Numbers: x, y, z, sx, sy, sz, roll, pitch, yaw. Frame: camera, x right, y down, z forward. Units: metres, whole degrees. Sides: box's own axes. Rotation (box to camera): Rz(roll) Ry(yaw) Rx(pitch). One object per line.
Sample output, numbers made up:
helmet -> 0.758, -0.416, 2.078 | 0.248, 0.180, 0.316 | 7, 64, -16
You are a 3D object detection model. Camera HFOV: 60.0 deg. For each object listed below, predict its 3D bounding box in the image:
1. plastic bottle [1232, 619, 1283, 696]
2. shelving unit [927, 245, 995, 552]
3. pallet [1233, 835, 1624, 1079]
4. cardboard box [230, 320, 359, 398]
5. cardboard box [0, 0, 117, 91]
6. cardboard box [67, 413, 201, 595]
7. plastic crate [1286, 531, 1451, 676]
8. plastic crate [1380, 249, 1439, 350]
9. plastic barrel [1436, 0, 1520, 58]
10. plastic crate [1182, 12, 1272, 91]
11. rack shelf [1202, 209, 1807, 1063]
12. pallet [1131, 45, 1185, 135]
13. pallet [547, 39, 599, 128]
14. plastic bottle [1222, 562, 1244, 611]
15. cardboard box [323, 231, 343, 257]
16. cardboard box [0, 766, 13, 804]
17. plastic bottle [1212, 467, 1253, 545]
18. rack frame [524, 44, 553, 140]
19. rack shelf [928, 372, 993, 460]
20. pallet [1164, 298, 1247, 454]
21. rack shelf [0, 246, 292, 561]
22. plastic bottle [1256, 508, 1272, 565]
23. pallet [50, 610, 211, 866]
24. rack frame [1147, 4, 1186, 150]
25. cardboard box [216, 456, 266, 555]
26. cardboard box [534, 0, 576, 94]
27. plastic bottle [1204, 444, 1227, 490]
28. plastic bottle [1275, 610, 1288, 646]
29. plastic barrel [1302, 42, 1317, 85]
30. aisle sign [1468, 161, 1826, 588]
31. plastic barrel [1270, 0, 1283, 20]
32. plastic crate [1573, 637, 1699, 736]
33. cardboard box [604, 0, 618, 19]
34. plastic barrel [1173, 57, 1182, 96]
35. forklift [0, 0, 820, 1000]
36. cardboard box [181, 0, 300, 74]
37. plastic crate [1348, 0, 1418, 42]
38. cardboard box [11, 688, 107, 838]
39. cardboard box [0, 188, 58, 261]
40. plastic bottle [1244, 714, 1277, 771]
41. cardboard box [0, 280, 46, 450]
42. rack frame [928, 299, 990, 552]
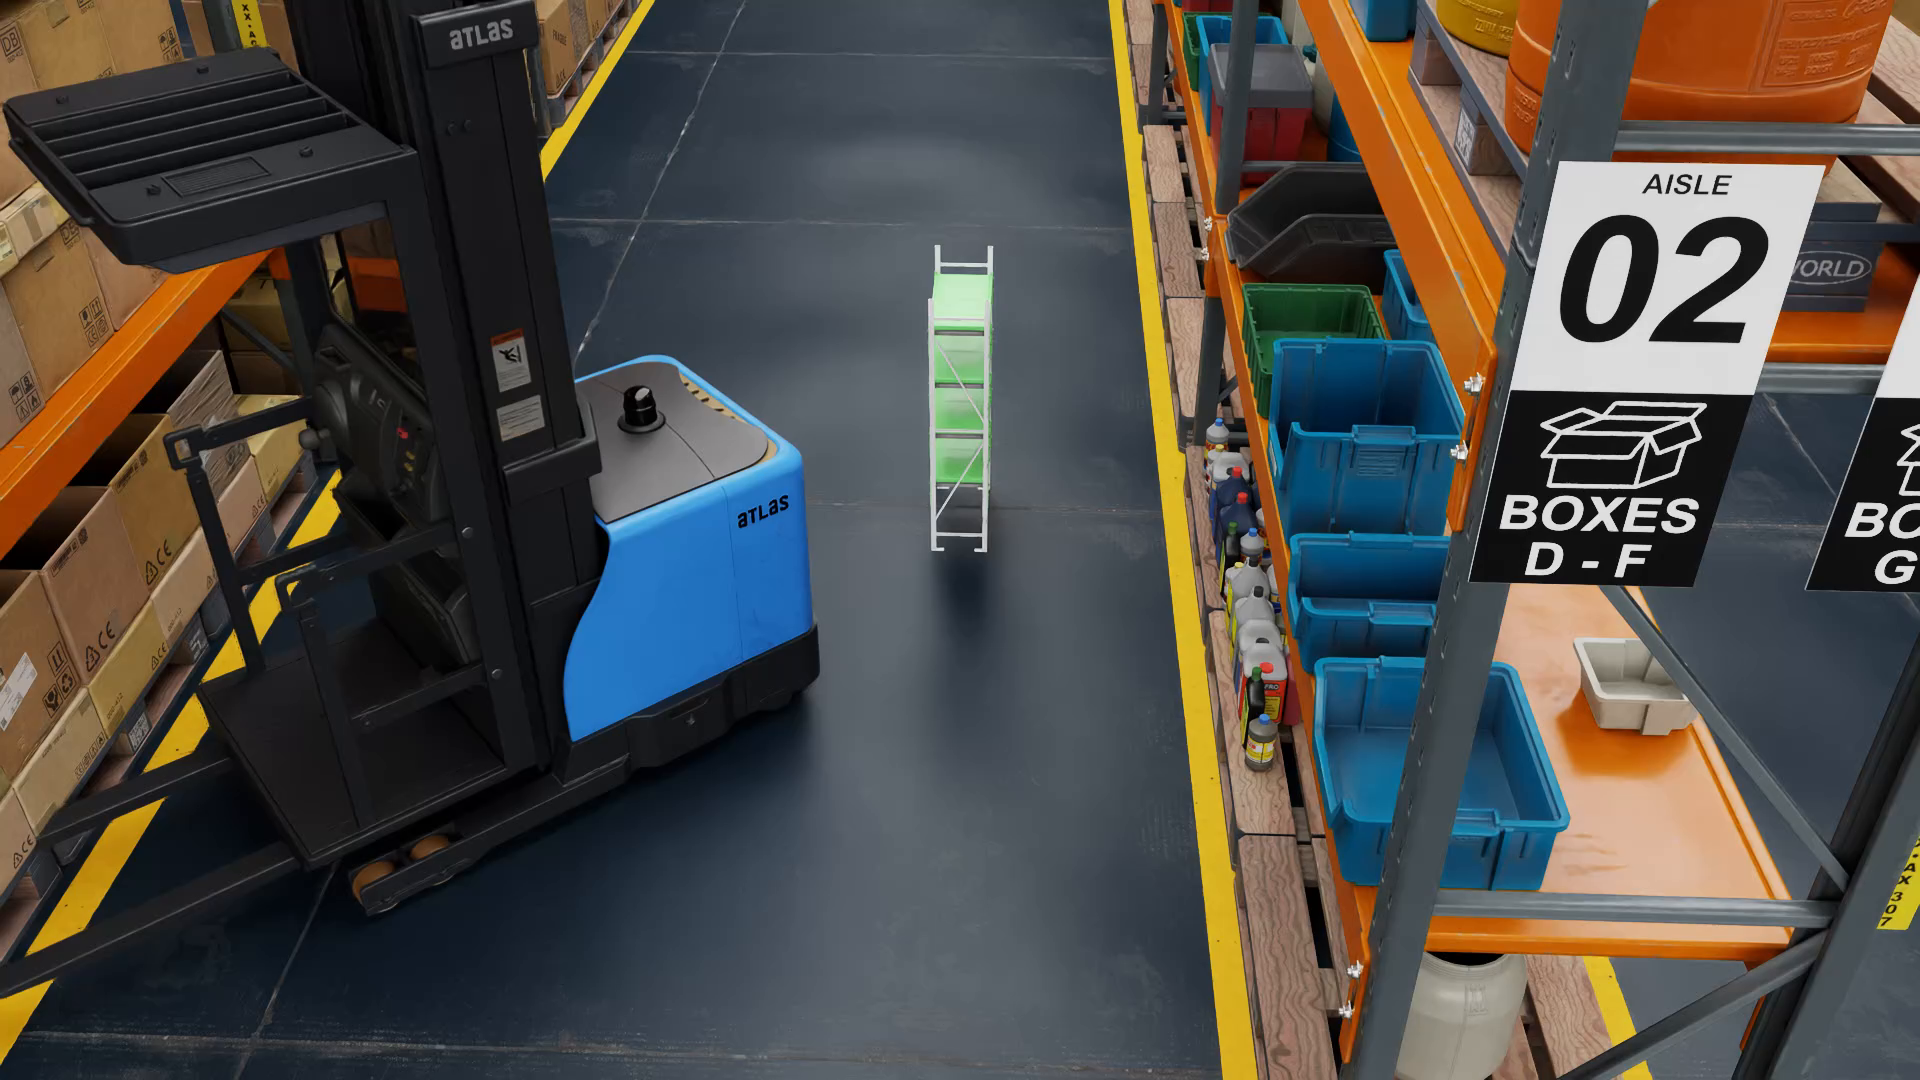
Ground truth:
plastic bottle -> 1.080, 0.431, 6.014 | 0.152, 0.276, 0.135 | 0, 35, 1
shelving unit -> 0.007, -0.586, 7.040 | 0.258, 1.200, 0.503 | 1, 35, 2
pallet -> 1.395, 1.415, 5.053 | 1.003, 0.211, 1.213 | 1, 35, 2
cardboard box -> -3.124, -0.902, 7.951 | 0.500, 0.250, 0.500 | 1, 35, 1
cardboard box -> -3.418, -1.655, 5.781 | 0.700, 0.500, 0.500 | 1, 35, 2
cardboard box -> -3.236, -0.137, 6.210 | 0.500, 0.500, 0.500 | 1, 35, 2
plastic crate -> 1.154, 0.179, 4.516 | 0.499, 0.251, 0.408 | 1, 35, 2
plastic crate -> 1.788, -0.809, 5.922 | 0.499, 0.251, 0.616 | 1, 35, 2
plastic barrel -> 1.320, -1.348, 3.422 | 0.600, 0.588, 0.600 | 0, 35, 0
plastic crate -> 1.349, -2.433, 8.287 | 0.450, 0.188, 0.662 | 1, 35, 2
rack shelf -> 1.481, -0.069, 5.365 | 1.077, 0.370, 4.000 | 1, 35, 2
pallet -> 1.712, -3.124, 11.511 | 1.003, 0.211, 1.213 | 1, 35, 2
pallet -> -3.159, -3.214, 11.640 | 1.003, 0.211, 1.213 | 1, 35, 2
plastic bottle -> 1.072, 0.177, 6.440 | 0.097, 0.201, 0.097 | 0, 35, 0
cardboard box -> -3.097, -1.424, 8.206 | 0.500, 0.311, 0.500 | 1, 35, 1
cardboard box -> -3.286, 0.725, 4.983 | 0.500, 0.500, 0.500 | 1, 35, 2
plastic bottle -> 1.114, -0.154, 6.782 | 0.144, 0.351, 0.185 | 2, 35, 3
rack frame -> -3.227, -3.927, 10.229 | 1.000, 3.000, 0.127 | 1, 35, 2
rack shelf -> 0.007, -0.534, 7.077 | 0.258, 0.148, 0.480 | 1, 35, 2
pallet -> 1.554, -0.824, 8.238 | 1.003, 0.211, 1.213 | 1, 35, 2
rack shelf -> -3.468, -0.186, 5.531 | 1.077, 0.370, 4.000 | 1, 35, 2
plastic bottle -> 1.229, -0.036, 6.683 | 0.097, 0.271, 0.097 | 0, 35, 0
pallet -> -3.508, 0.671, 6.112 | 1.003, 0.211, 1.213 | 1, 35, 2
rack frame -> 1.722, -3.811, 10.063 | 1.000, 3.000, 0.127 | 1, 35, 2
cardboard box -> -3.218, -0.117, 6.834 | 0.500, 0.250, 0.500 | 1, 35, 2
cardboard box -> -2.923, -3.339, 11.184 | 0.500, 0.500, 0.500 | 3, 35, 4
plastic bottle -> 1.107, -0.316, 7.142 | 0.097, 0.201, 0.097 | 0, 35, 0
plastic bottle -> 1.205, 0.344, 6.203 | 0.097, 0.201, 0.097 | 0, 35, 0
plastic barrel -> 1.768, -2.213, 7.910 | 0.301, 0.262, 0.301 | 0, 35, 0
aisle sign -> 1.101, -0.243, 2.727 | 0.394, 0.787, 0.004 | 1, 35, 2
plastic barrel -> 1.877, -3.018, 8.839 | 0.421, 0.512, 0.421 | 0, 35, 0
plastic crate -> 1.758, 0.387, 4.320 | 0.298, 0.136, 0.250 | 1, 35, 2
cardboard box -> -2.867, -4.228, 12.449 | 0.500, 0.500, 0.500 | 0, 35, 0
plastic barrel -> 1.725, -3.376, 10.967 | 0.600, 0.830, 0.708 | 1, 35, 2
forklift -> -2.005, -0.314, 5.148 | 3.031, 2.935, 1.130 | -25, 42, -31
cardboard box -> -3.319, -2.413, 7.988 | 0.500, 0.500, 0.500 | 4, 35, 5
plastic crate -> 1.177, -1.538, 4.234 | 0.392, 0.384, 0.575 | 1, 35, 2
cardboard box -> -3.268, 0.745, 5.608 | 0.500, 0.250, 0.500 | 1, 35, 2
cardboard box -> -3.237, -1.045, 5.477 | 0.380, 0.149, 0.250 | 2, 35, 3
plastic bottle -> 1.037, 0.685, 5.717 | 0.097, 0.201, 0.097 | 0, 35, 0
cardboard box -> -3.457, -0.529, 5.307 | 0.700, 0.500, 0.500 | 2, 35, 3
rack frame -> -0.003, -0.446, 6.841 | 0.240, 1.200, 0.015 | 1, 35, 2
